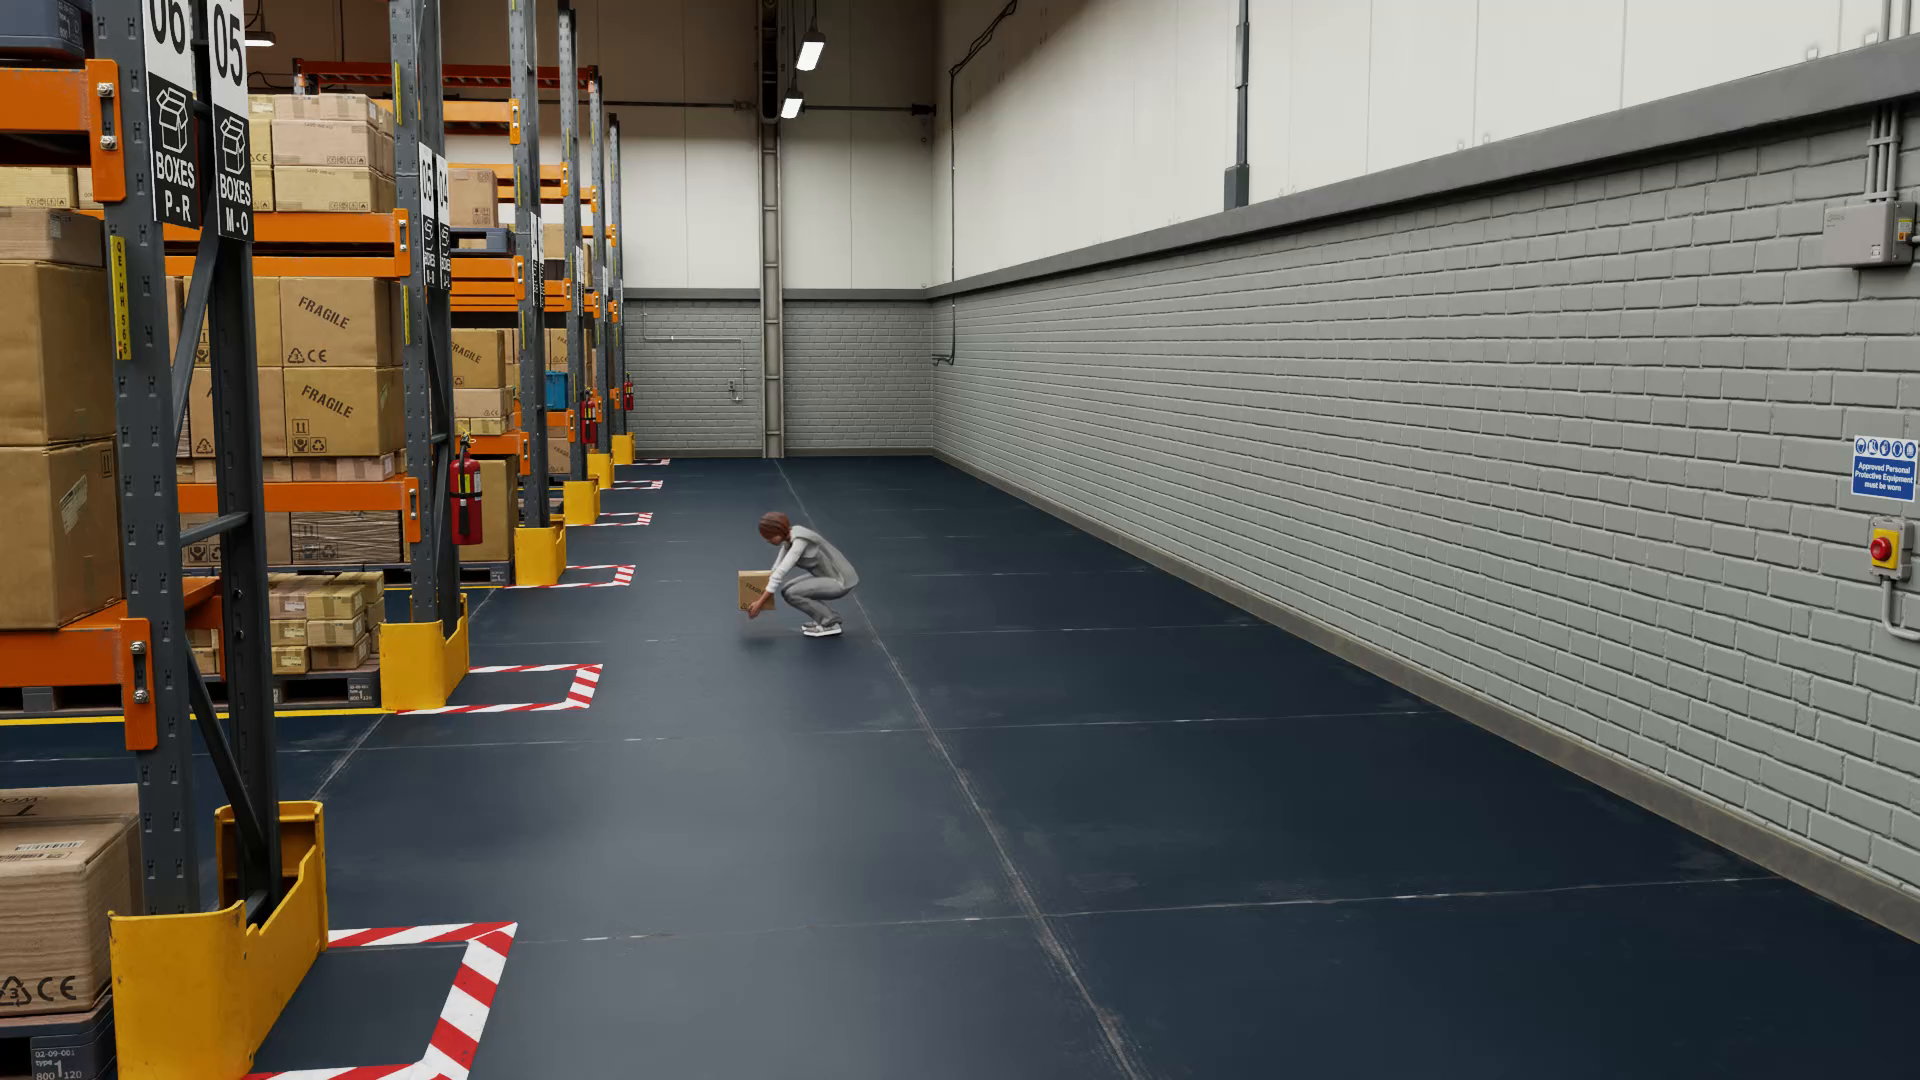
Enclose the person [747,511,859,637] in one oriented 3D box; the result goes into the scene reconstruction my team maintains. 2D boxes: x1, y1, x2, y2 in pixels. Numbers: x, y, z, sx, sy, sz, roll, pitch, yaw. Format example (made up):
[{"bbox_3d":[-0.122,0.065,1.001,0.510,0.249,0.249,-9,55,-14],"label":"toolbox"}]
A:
[{"bbox_3d":[-1.134,0.244,11.962,0.816,0.887,0.433,-1,7,-9],"label":"person"}]
